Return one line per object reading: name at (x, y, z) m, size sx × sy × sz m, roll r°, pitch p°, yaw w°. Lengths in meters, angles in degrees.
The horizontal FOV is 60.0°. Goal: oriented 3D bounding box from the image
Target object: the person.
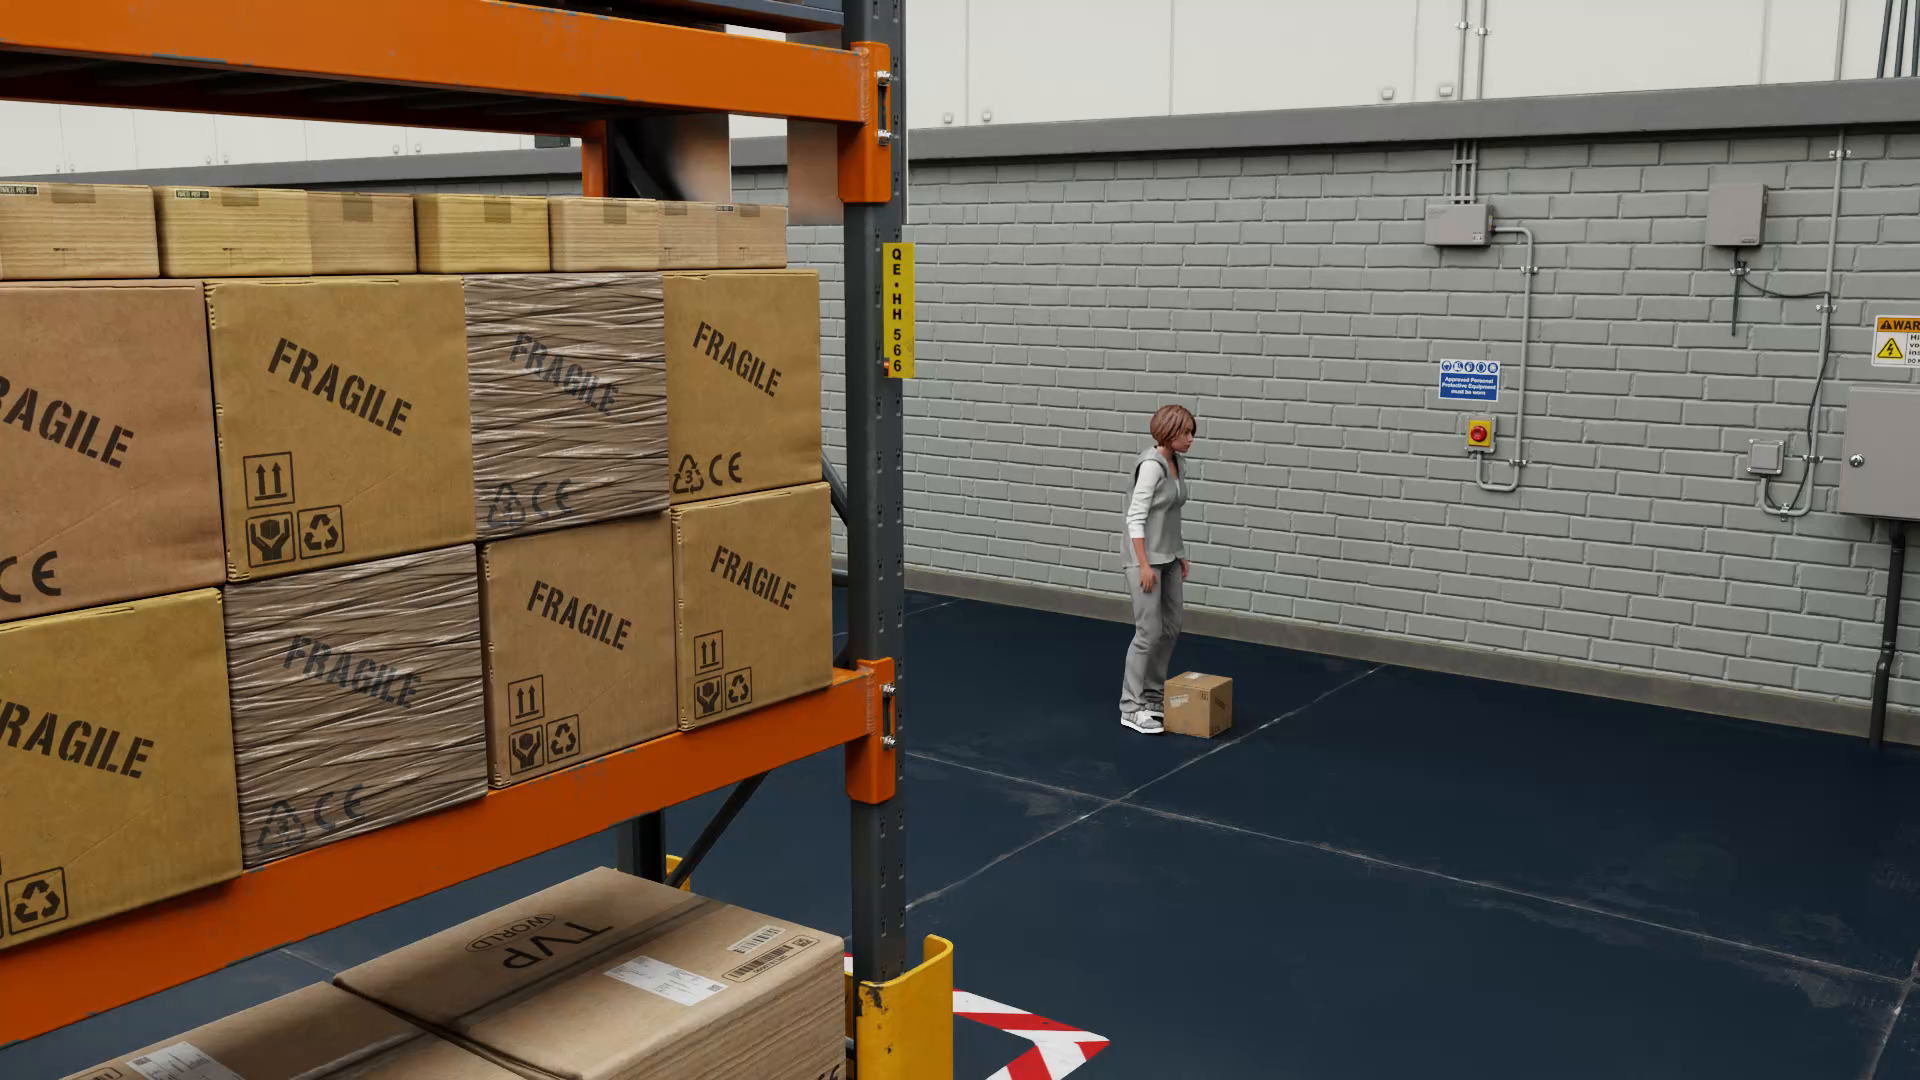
person at (0.975, 0.126, 8.223) m, size 0.342 × 1.593 × 0.482 m, roll 7°, pitch 12°, yaw 33°
